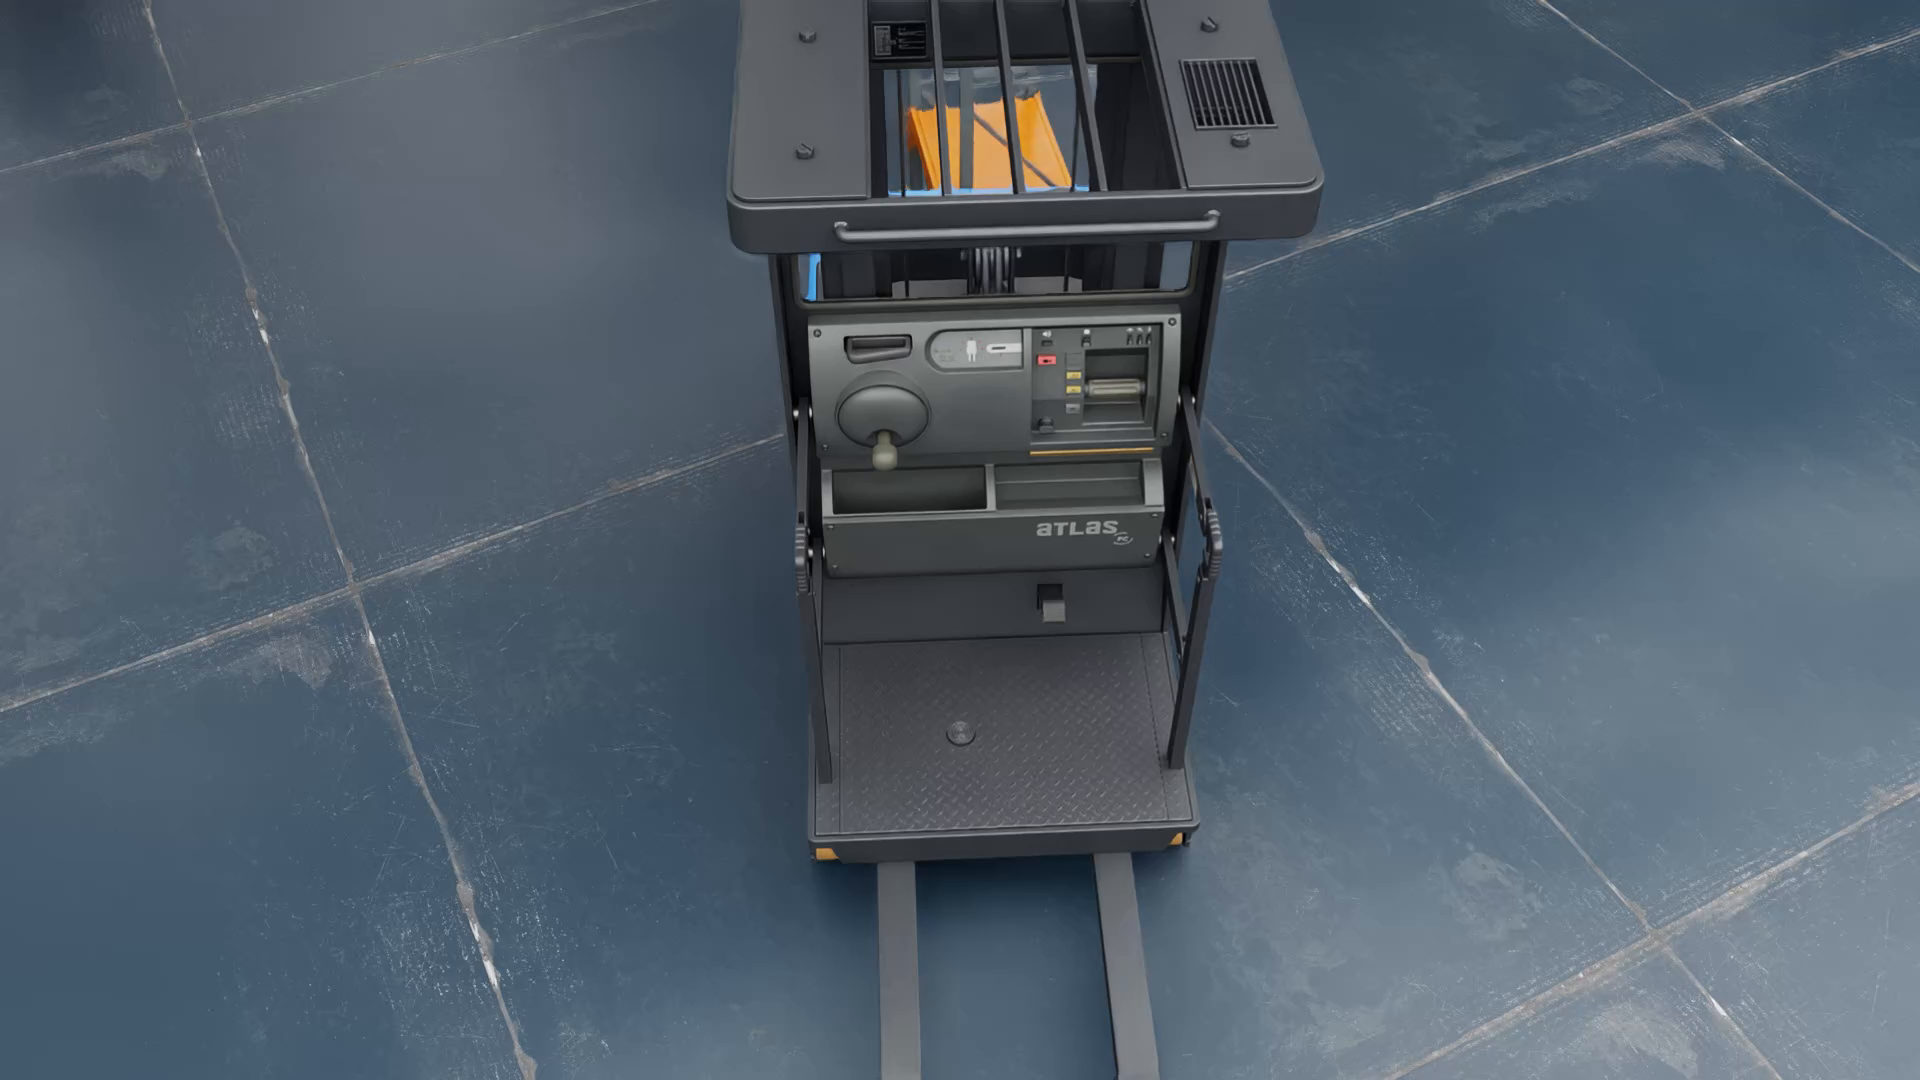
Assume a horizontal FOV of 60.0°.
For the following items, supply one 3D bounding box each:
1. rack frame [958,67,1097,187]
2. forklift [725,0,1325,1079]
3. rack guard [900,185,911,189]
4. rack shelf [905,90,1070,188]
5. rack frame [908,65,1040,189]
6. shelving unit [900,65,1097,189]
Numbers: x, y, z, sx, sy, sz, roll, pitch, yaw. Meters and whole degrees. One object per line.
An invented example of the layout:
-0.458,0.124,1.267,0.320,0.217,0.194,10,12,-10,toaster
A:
0.243,-1.005,5.632,0.500,1.500,0.032,-8,49,-7,rack frame
0.101,-0.280,4.048,1.130,2.935,3.031,-2,49,-2,forklift
0.053,-1.344,6.760,0.587,0.250,0.087,-8,49,-7,rack guard
0.148,-1.262,6.097,0.538,0.185,1.000,-8,49,-7,rack shelf
0.053,-1.757,6.290,0.500,1.500,0.032,-8,49,-7,rack frame
0.146,-1.387,5.967,0.587,1.500,1.083,-8,49,-7,shelving unit
